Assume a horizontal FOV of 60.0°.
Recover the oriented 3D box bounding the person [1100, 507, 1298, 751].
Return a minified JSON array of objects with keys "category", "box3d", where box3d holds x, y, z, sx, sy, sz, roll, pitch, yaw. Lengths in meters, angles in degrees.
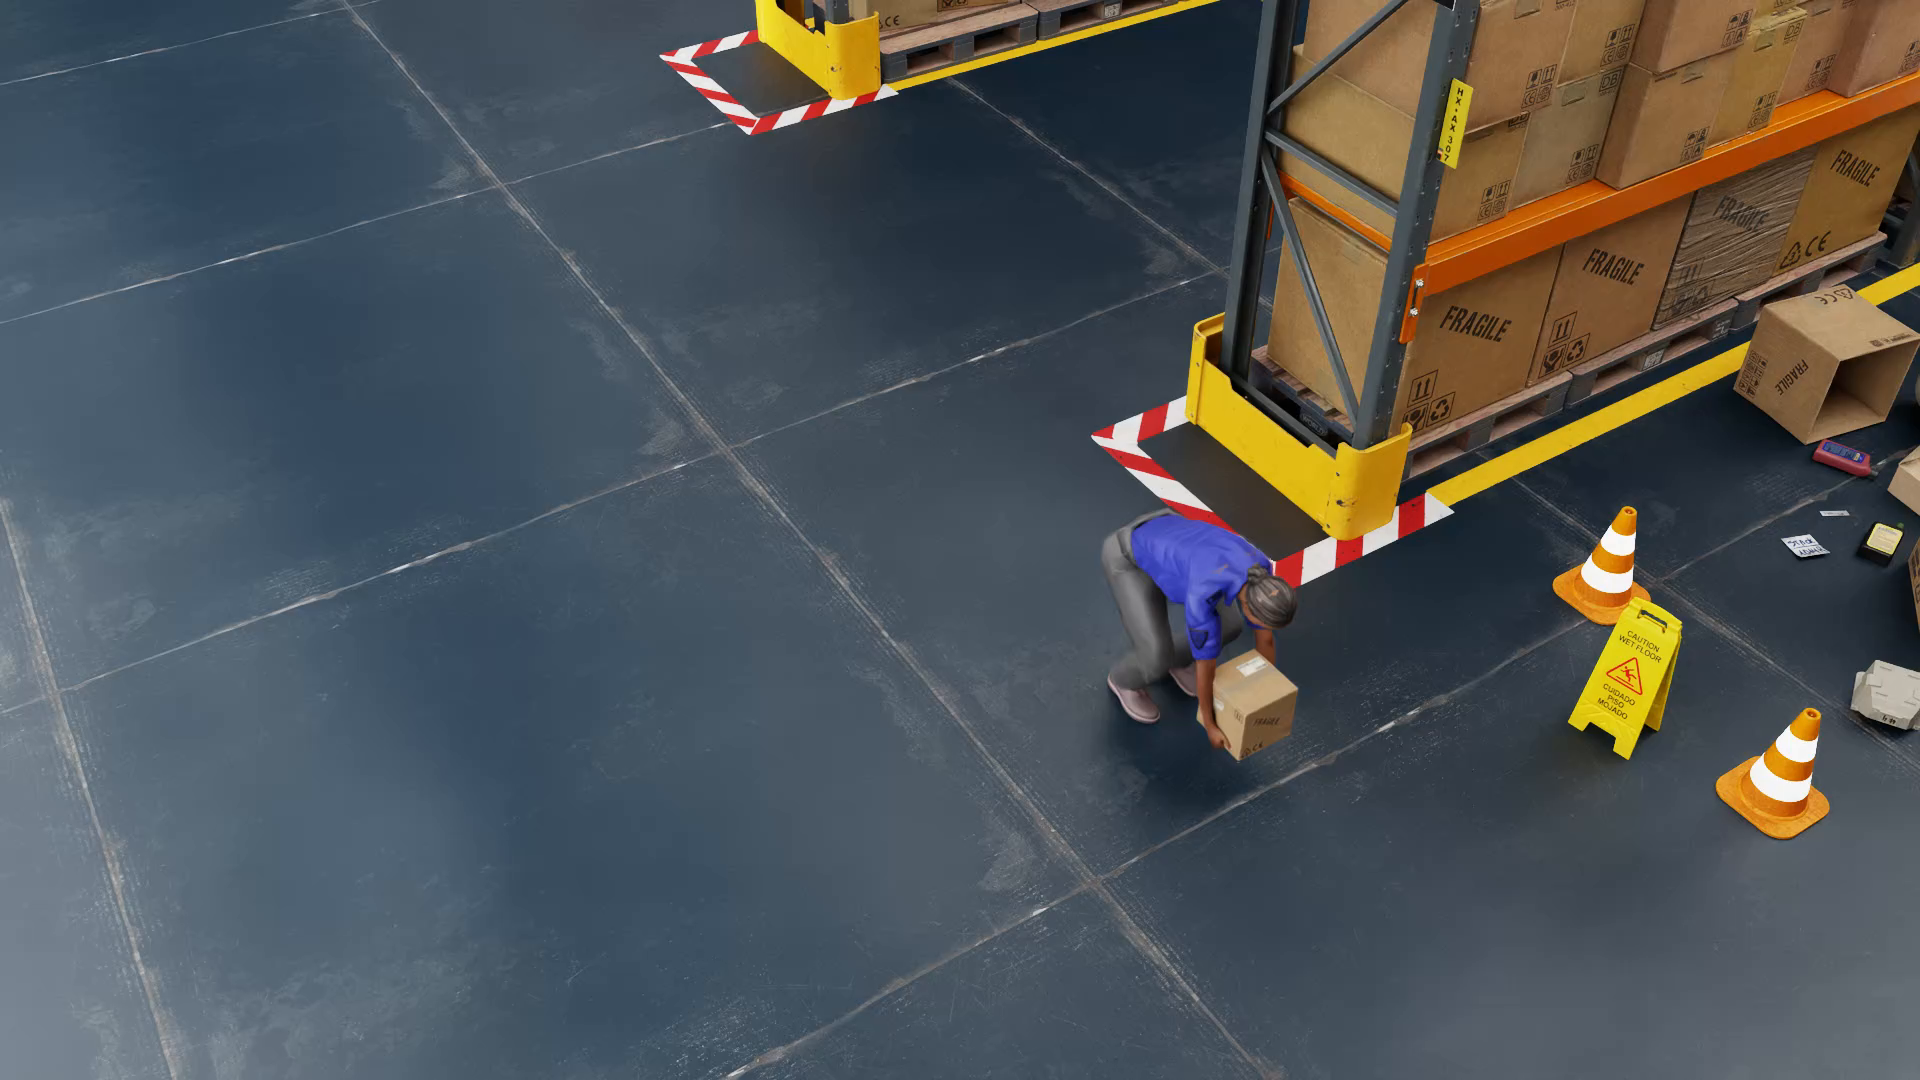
[{"category":"person","box3d":[0.895,0.329,6.310,0.468,0.971,0.861,-25,47,-26]}]
